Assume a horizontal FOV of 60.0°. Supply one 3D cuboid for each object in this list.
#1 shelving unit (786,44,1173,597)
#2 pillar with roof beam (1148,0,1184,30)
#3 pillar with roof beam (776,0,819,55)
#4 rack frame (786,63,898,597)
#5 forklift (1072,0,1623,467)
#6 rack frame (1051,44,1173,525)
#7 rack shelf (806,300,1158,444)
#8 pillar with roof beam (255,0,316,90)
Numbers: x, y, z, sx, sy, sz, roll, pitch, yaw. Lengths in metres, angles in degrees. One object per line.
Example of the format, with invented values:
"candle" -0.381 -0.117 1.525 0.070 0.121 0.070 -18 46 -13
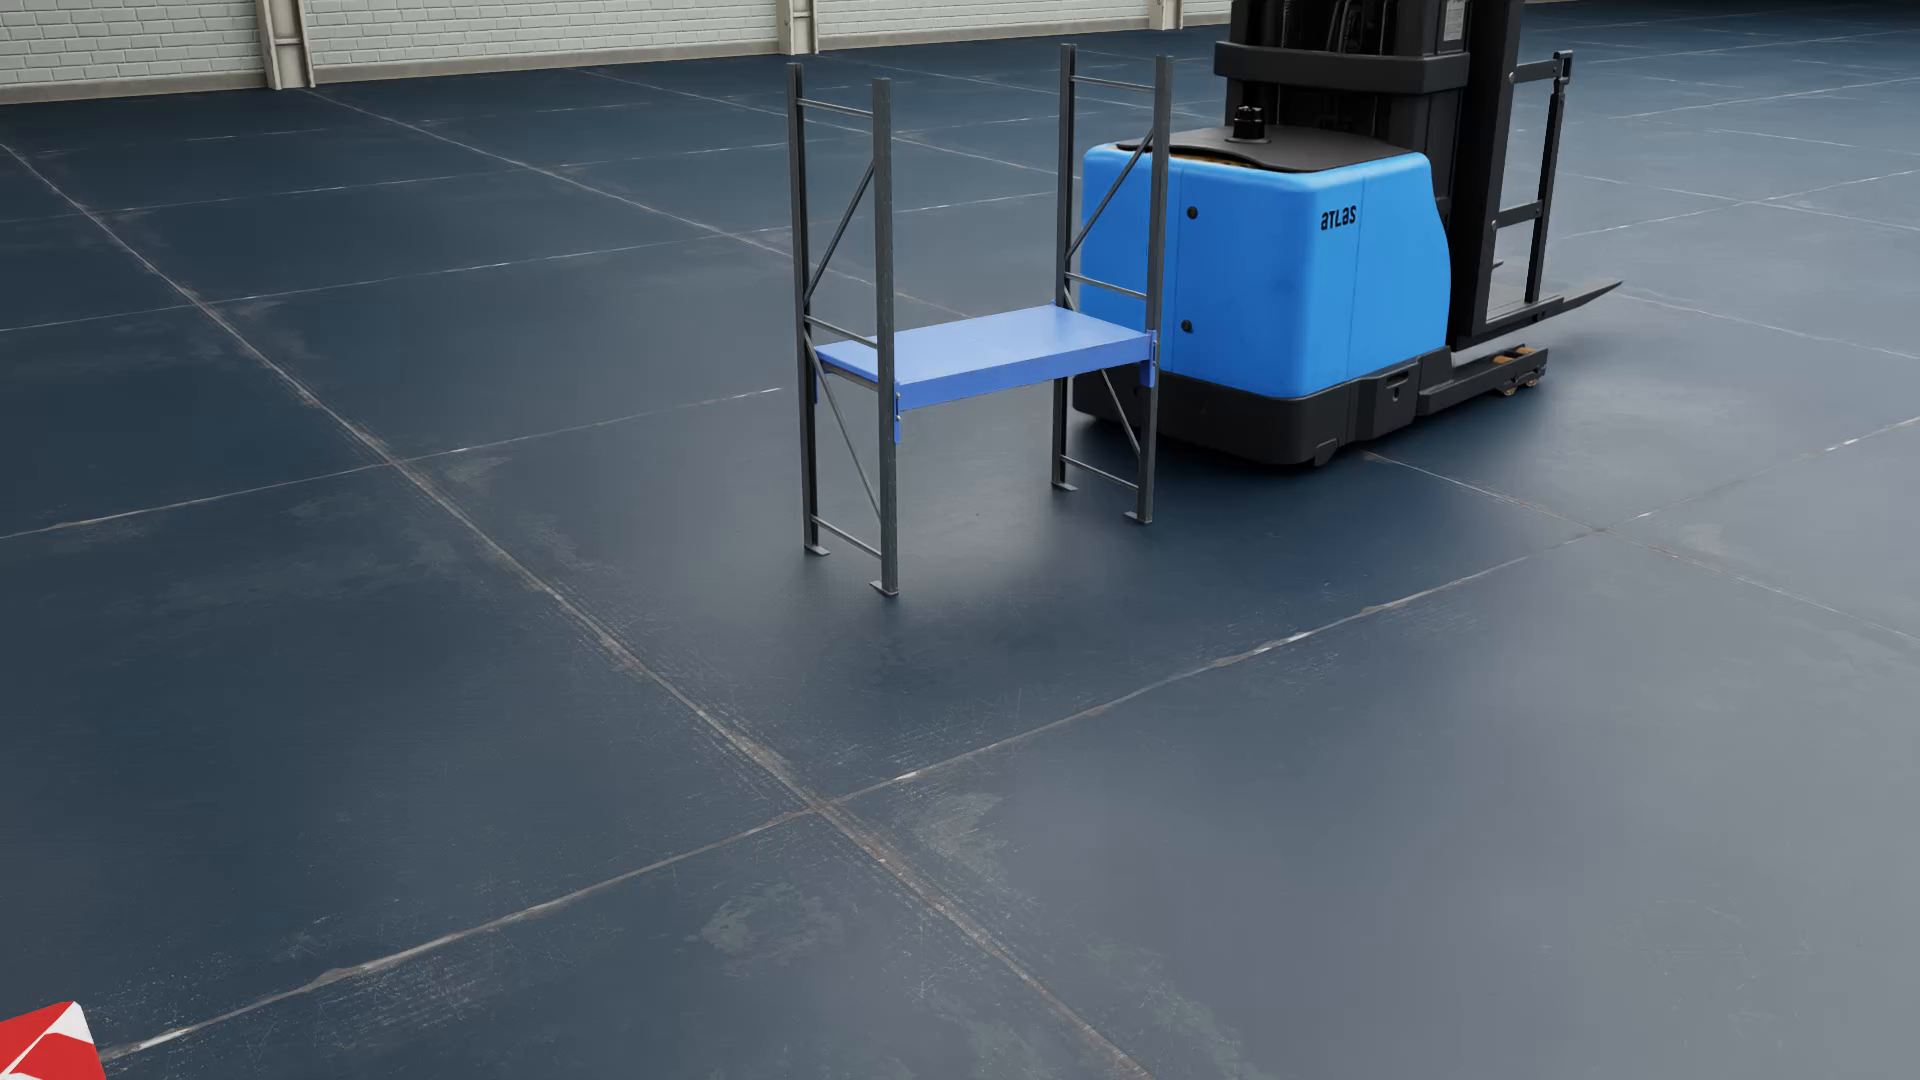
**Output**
"shelving unit" 0.069 -0.715 5.165 1.048 1.500 0.538 -15 26 -33
"pillar with roof beam" 5.416 -10.119 18.614 0.400 9.000 9.100 -15 26 -33
"pillar with roof beam" 0.545 -8.821 15.360 0.400 9.000 9.100 -15 26 -33
"rack frame" -0.343 -0.605 4.889 0.032 1.500 0.500 -15 26 -33
"forklift" 1.837 -2.076 6.645 1.130 2.935 3.031 20 29 41
"rack frame" 0.482 -0.825 5.440 0.032 1.500 0.500 -15 26 -33
"rack shelf" 0.069 -0.548 5.231 1.000 0.185 0.538 -15 26 -33
"pillar with roof beam" -4.325 -7.522 12.105 0.400 9.000 9.100 -15 26 -33
